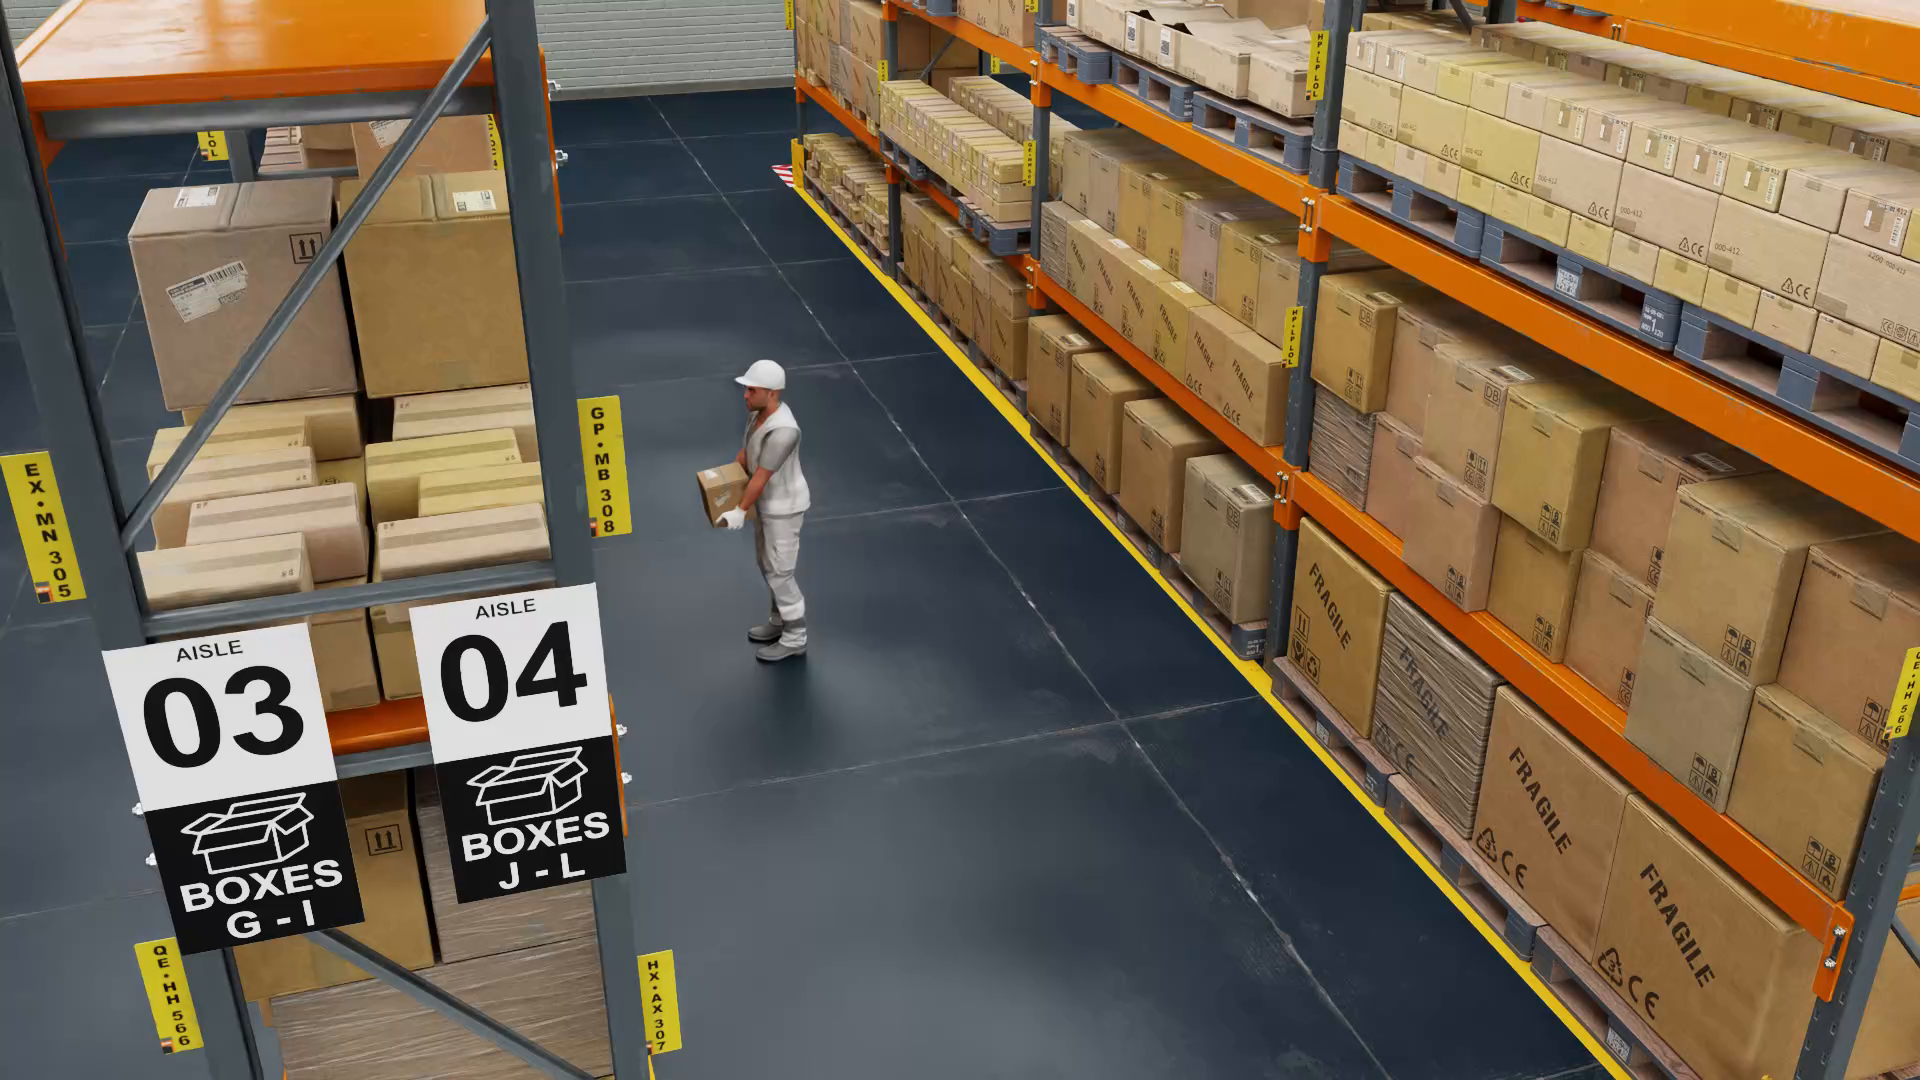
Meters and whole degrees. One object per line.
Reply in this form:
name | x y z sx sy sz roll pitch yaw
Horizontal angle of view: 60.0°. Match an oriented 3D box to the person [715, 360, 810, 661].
person | -1.133 -0.164 9.424 0.560 1.784 0.495 -9 27 -17
